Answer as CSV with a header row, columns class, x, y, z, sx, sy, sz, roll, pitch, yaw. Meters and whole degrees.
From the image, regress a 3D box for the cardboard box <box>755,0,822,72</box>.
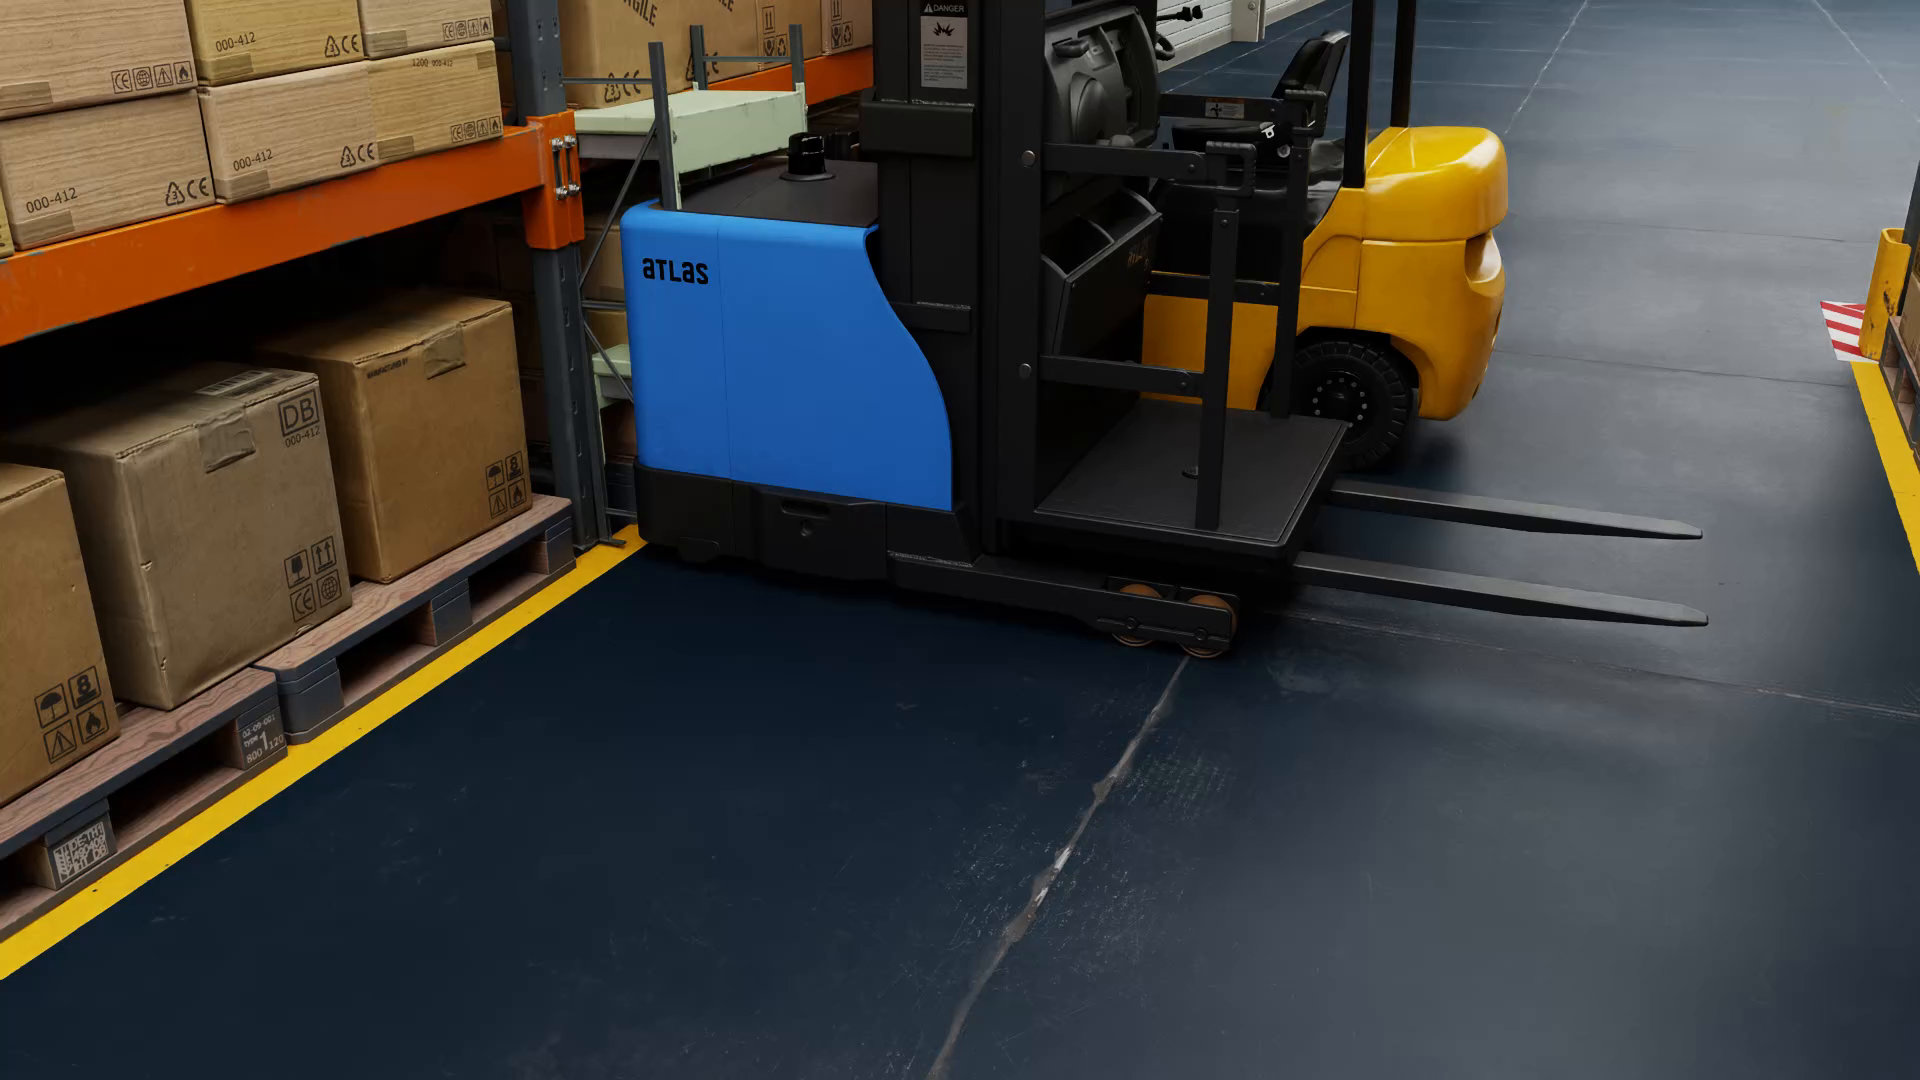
class,x,y,z,sx,sy,sz,roll,pitch,yaw
cardboard box,-0.833,-1.973,5.953,0.500,0.500,0.500,9,24,20

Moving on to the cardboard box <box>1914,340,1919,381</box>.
class,x,y,z,sx,sy,sz,roll,pitch,yaw
cardboard box,3.737,-0.652,5.942,0.500,0.250,0.500,10,25,22

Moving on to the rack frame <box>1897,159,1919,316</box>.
class,x,y,z,sx,sy,sz,roll,pitch,yaw
rack frame,4.490,-2.158,6.524,1.000,3.000,0.127,9,24,20

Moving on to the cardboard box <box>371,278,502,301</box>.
class,x,y,z,sx,sy,sz,roll,pitch,yaw
cardboard box,-1.615,-0.795,5.635,0.500,0.250,0.500,8,24,19

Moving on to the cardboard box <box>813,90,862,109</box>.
class,x,y,z,sx,sy,sz,roll,pitch,yaw
cardboard box,-0.656,-1.929,7.702,0.500,0.250,0.500,9,24,20

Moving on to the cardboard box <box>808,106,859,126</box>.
class,x,y,z,sx,sy,sz,roll,pitch,yaw
cardboard box,-0.364,-1.679,7.102,0.500,0.250,0.500,9,24,21

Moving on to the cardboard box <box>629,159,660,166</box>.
class,x,y,z,sx,sy,sz,roll,pitch,yaw
cardboard box,-1.228,-1.388,6.408,0.500,0.250,0.500,9,24,20

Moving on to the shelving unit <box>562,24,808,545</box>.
class,x,y,z,sx,sy,sz,roll,pitch,yaw
shelving unit,-0.809,-0.795,5.171,0.431,1.500,0.755,8,22,25

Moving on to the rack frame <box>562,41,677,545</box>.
class,x,y,z,sx,sy,sz,roll,pitch,yaw
rack frame,-0.968,-0.676,4.865,0.400,1.500,0.023,8,22,25

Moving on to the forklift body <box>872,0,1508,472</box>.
class,x,y,z,sx,sy,sz,roll,pitch,yaw
forklift body,0.870,-1.536,6.136,2.313,2.155,1.214,9,24,20

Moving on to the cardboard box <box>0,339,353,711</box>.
class,x,y,z,sx,sy,sz,roll,pitch,yaw
cardboard box,-2.084,-0.069,4.059,0.875,0.625,0.625,9,24,20

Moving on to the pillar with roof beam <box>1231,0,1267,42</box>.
class,x,y,z,sx,sy,sz,roll,pitch,yaw
pillar with roof beam,7.239,-9.193,15.584,9.100,9.000,0.400,9,24,20

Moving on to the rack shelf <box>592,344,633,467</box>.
class,x,y,z,sx,sy,sz,roll,pitch,yaw
rack shelf,-0.798,-0.490,5.284,0.431,0.370,0.720,8,22,25

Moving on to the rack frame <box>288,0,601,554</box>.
class,x,y,z,sx,sy,sz,roll,pitch,yaw
rack frame,-1.606,-1.436,4.795,1.000,3.000,0.127,9,24,20

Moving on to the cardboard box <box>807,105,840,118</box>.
class,x,y,z,sx,sy,sz,roll,pitch,yaw
cardboard box,-0.852,-1.752,7.278,0.500,0.250,0.500,9,24,20

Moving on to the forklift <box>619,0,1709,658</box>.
class,x,y,z,sx,sy,sz,roll,pitch,yaw
forklift,0.582,-1.266,4.477,3.031,2.935,1.130,8,24,19

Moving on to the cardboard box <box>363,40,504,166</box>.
class,x,y,z,sx,sy,sz,roll,pitch,yaw
cardboard box,-1.550,-1.149,4.303,0.500,0.250,0.500,9,24,21

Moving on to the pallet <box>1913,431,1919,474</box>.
class,x,y,z,sx,sy,sz,roll,pitch,yaw
pallet,3.673,-0.123,5.271,1.003,0.211,1.213,9,24,20

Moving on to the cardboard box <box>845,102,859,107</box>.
class,x,y,z,sx,sy,sz,roll,pitch,yaw
cardboard box,-0.185,-1.861,7.538,0.500,0.250,0.500,9,24,21

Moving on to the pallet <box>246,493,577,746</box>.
class,x,y,z,sx,sy,sz,roll,pitch,yaw
pallet,-1.843,0.120,4.688,1.003,0.211,1.213,9,24,20

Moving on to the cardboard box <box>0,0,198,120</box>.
class,x,y,z,sx,sy,sz,roll,pitch,yaw
cardboard box,-1.930,-1.018,3.341,0.500,0.250,0.500,9,24,21

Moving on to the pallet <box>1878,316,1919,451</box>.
class,x,y,z,sx,sy,sz,roll,pitch,yaw
pallet,4.127,-0.558,6.313,1.003,0.211,1.213,9,24,20

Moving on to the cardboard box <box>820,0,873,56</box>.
class,x,y,z,sx,sy,sz,roll,pitch,yaw
cardboard box,-0.627,-2.150,6.377,0.500,0.500,0.500,9,24,20

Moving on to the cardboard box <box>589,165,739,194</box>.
class,x,y,z,sx,sy,sz,roll,pitch,yaw
cardboard box,-0.935,-1.132,5.793,0.500,0.250,0.500,9,24,20

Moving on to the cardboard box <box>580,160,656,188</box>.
class,x,y,z,sx,sy,sz,roll,pitch,yaw
cardboard box,-1.428,-1.209,5.979,0.500,0.250,0.500,8,24,19

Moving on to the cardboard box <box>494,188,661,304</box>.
class,x,y,z,sx,sy,sz,roll,pitch,yaw
cardboard box,-1.135,-0.950,5.359,0.500,0.250,0.500,8,24,19

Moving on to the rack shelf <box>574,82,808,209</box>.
class,x,y,z,sx,sy,sz,roll,pitch,yaw
rack shelf,-0.822,-1.161,5.036,0.431,0.370,0.720,8,22,25

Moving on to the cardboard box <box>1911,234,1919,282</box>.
class,x,y,z,sx,sy,sz,roll,pitch,yaw
cardboard box,3.925,-1.171,6.212,0.500,0.500,0.500,8,24,18

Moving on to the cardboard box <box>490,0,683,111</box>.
class,x,y,z,sx,sy,sz,roll,pitch,yaw
cardboard box,-1.198,-1.603,5.067,0.500,0.500,0.500,8,24,19

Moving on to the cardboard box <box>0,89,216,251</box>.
class,x,y,z,sx,sy,sz,roll,pitch,yaw
cardboard box,-1.944,-0.795,3.455,0.500,0.250,0.500,9,24,20

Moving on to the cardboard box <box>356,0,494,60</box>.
class,x,y,z,sx,sy,sz,roll,pitch,yaw
cardboard box,-1.551,-1.385,4.220,0.500,0.250,0.500,8,24,19

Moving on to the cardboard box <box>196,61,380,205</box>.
class,x,y,z,sx,sy,sz,roll,pitch,yaw
cardboard box,-1.731,-0.968,3.870,0.500,0.250,0.500,9,24,20

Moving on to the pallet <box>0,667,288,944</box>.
class,x,y,z,sx,sy,sz,roll,pitch,yaw
pallet,-2.295,0.558,3.640,1.003,0.211,1.213,9,24,20

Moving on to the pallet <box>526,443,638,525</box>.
class,x,y,z,sx,sy,sz,roll,pitch,yaw
pallet,-1.271,-0.428,6.000,1.003,0.211,1.213,9,24,20

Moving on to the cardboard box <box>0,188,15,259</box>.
class,x,y,z,sx,sy,sz,roll,pitch,yaw
cardboard box,-2.129,-0.609,3.011,0.500,0.250,0.500,10,25,22

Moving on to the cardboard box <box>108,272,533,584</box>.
class,x,y,z,sx,sy,sz,roll,pitch,yaw
cardboard box,-1.789,-0.345,4.721,0.875,0.625,0.625,10,25,22

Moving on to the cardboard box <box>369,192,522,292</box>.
class,x,y,z,sx,sy,sz,roll,pitch,yaw
cardboard box,-1.602,-1.026,5.540,0.500,0.250,0.500,9,24,21

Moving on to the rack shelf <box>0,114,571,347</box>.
class,x,y,z,sx,sy,sz,roll,pitch,yaw
rack shelf,-2.348,-0.388,3.221,1.077,0.370,4.000,9,24,20

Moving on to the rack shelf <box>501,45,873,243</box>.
class,x,y,z,sx,sy,sz,roll,pitch,yaw
rack shelf,-0.863,-1.819,6.648,1.077,0.370,4.000,9,24,20

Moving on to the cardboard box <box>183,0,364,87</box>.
class,x,y,z,sx,sy,sz,roll,pitch,yaw
cardboard box,-1.735,-1.200,3.776,0.500,0.250,0.500,8,24,19

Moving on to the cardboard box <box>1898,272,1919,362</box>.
class,x,y,z,sx,sy,sz,roll,pitch,yaw
cardboard box,3.934,-0.834,6.377,0.500,0.250,0.500,9,24,20

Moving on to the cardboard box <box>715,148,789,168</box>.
class,x,y,z,sx,sy,sz,roll,pitch,yaw
cardboard box,-0.761,-1.312,6.223,0.500,0.250,0.500,10,25,22

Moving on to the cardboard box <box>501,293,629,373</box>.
class,x,y,z,sx,sy,sz,roll,pitch,yaw
cardboard box,-1.139,-0.720,5.457,0.500,0.250,0.500,9,24,20

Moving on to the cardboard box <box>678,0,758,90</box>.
class,x,y,z,sx,sy,sz,roll,pitch,yaw
cardboard box,-1.020,-1.792,5.519,0.500,0.500,0.500,9,24,21

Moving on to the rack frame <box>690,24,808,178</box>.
class,x,y,z,sx,sy,sz,roll,pitch,yaw
rack frame,-0.649,-0.915,5.478,0.400,1.500,0.023,8,22,25

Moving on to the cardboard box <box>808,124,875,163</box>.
class,x,y,z,sx,sy,sz,roll,pitch,yaw
cardboard box,-0.559,-1.498,6.671,0.500,0.250,0.500,8,24,19

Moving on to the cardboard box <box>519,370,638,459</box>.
class,x,y,z,sx,sy,sz,roll,pitch,yaw
cardboard box,-1.118,-0.486,5.545,0.500,0.250,0.500,9,24,21

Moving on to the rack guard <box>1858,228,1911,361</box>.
class,x,y,z,sx,sy,sz,roll,pitch,yaw
rack guard,4.462,-0.977,6.941,1.175,0.500,0.348,9,24,20

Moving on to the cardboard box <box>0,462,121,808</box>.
class,x,y,z,sx,sy,sz,roll,pitch,yaw
cardboard box,-2.362,0.200,3.414,0.875,0.625,0.625,8,24,18
